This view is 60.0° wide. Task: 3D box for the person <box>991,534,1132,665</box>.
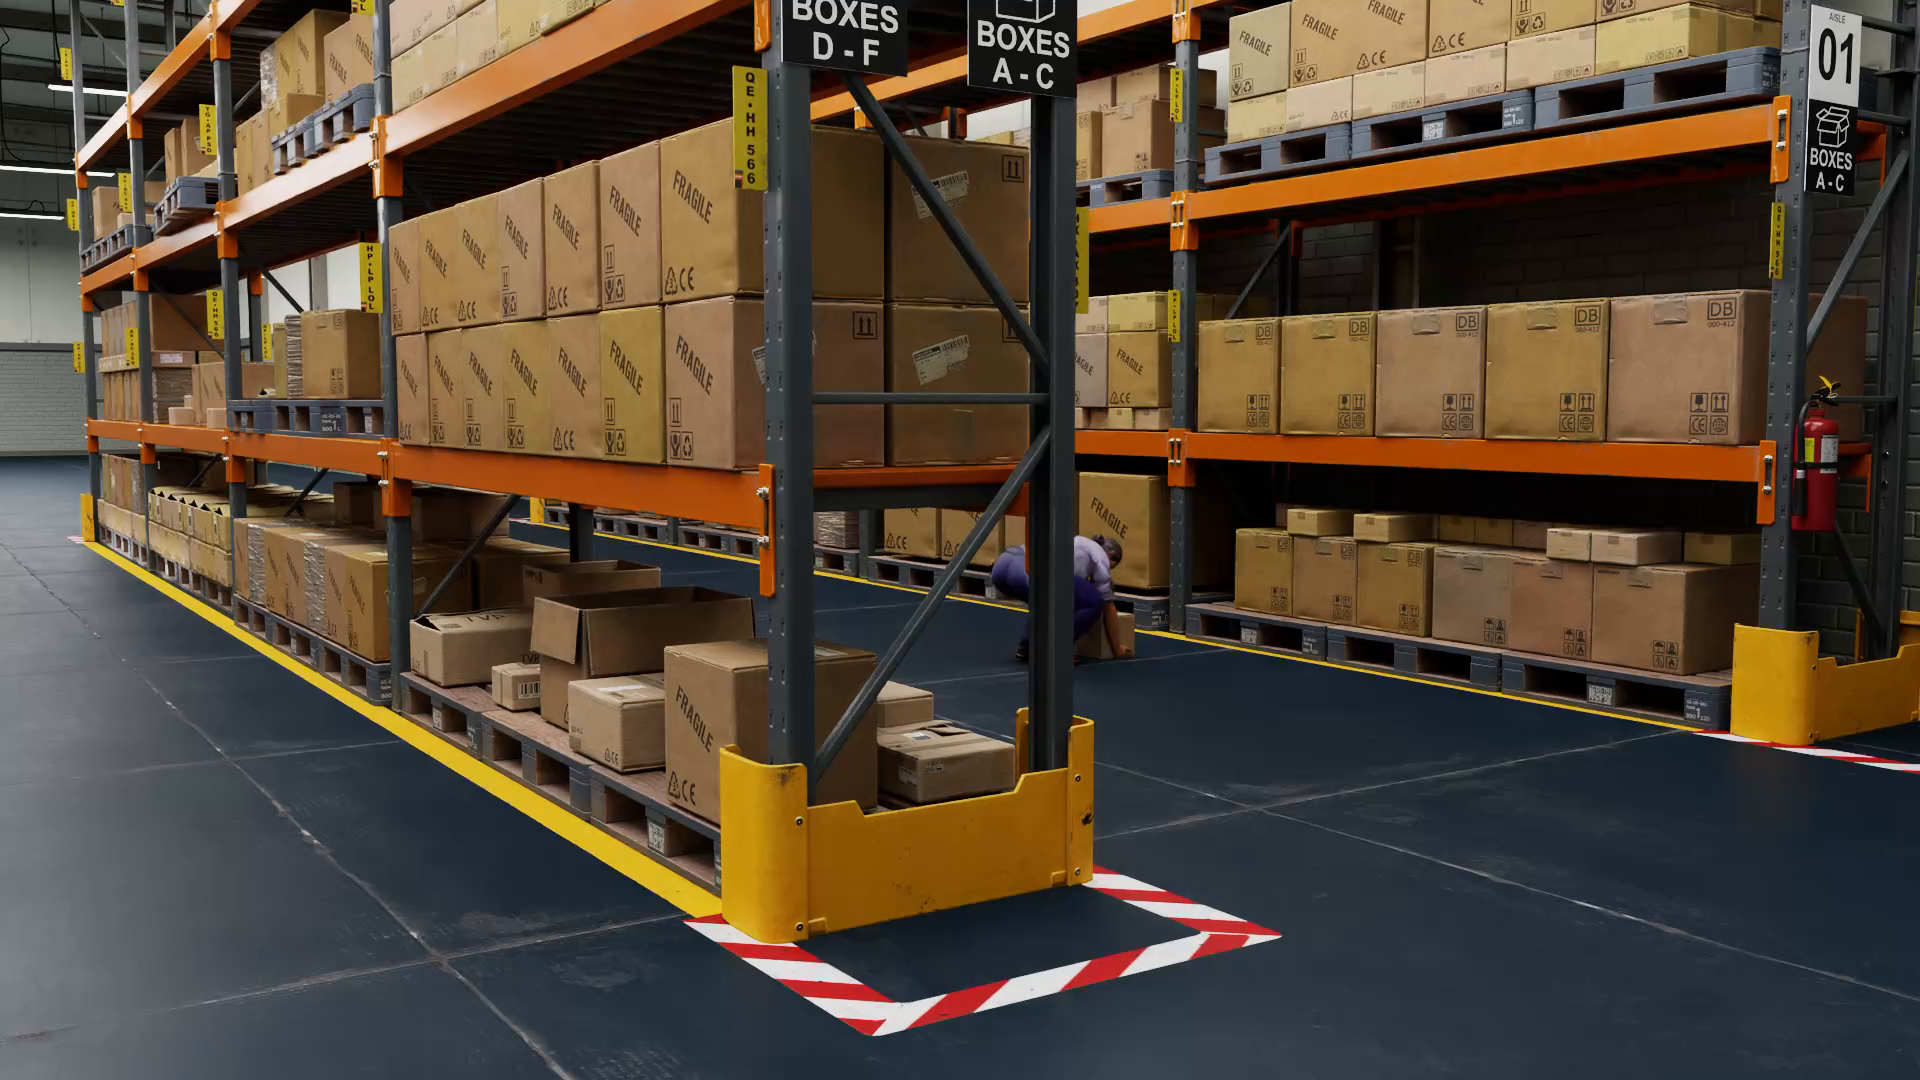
[{"bbox_3d":[0.603,0.348,9.648,0.899,0.741,0.498,-3,6,-35],"label":"person"}]
